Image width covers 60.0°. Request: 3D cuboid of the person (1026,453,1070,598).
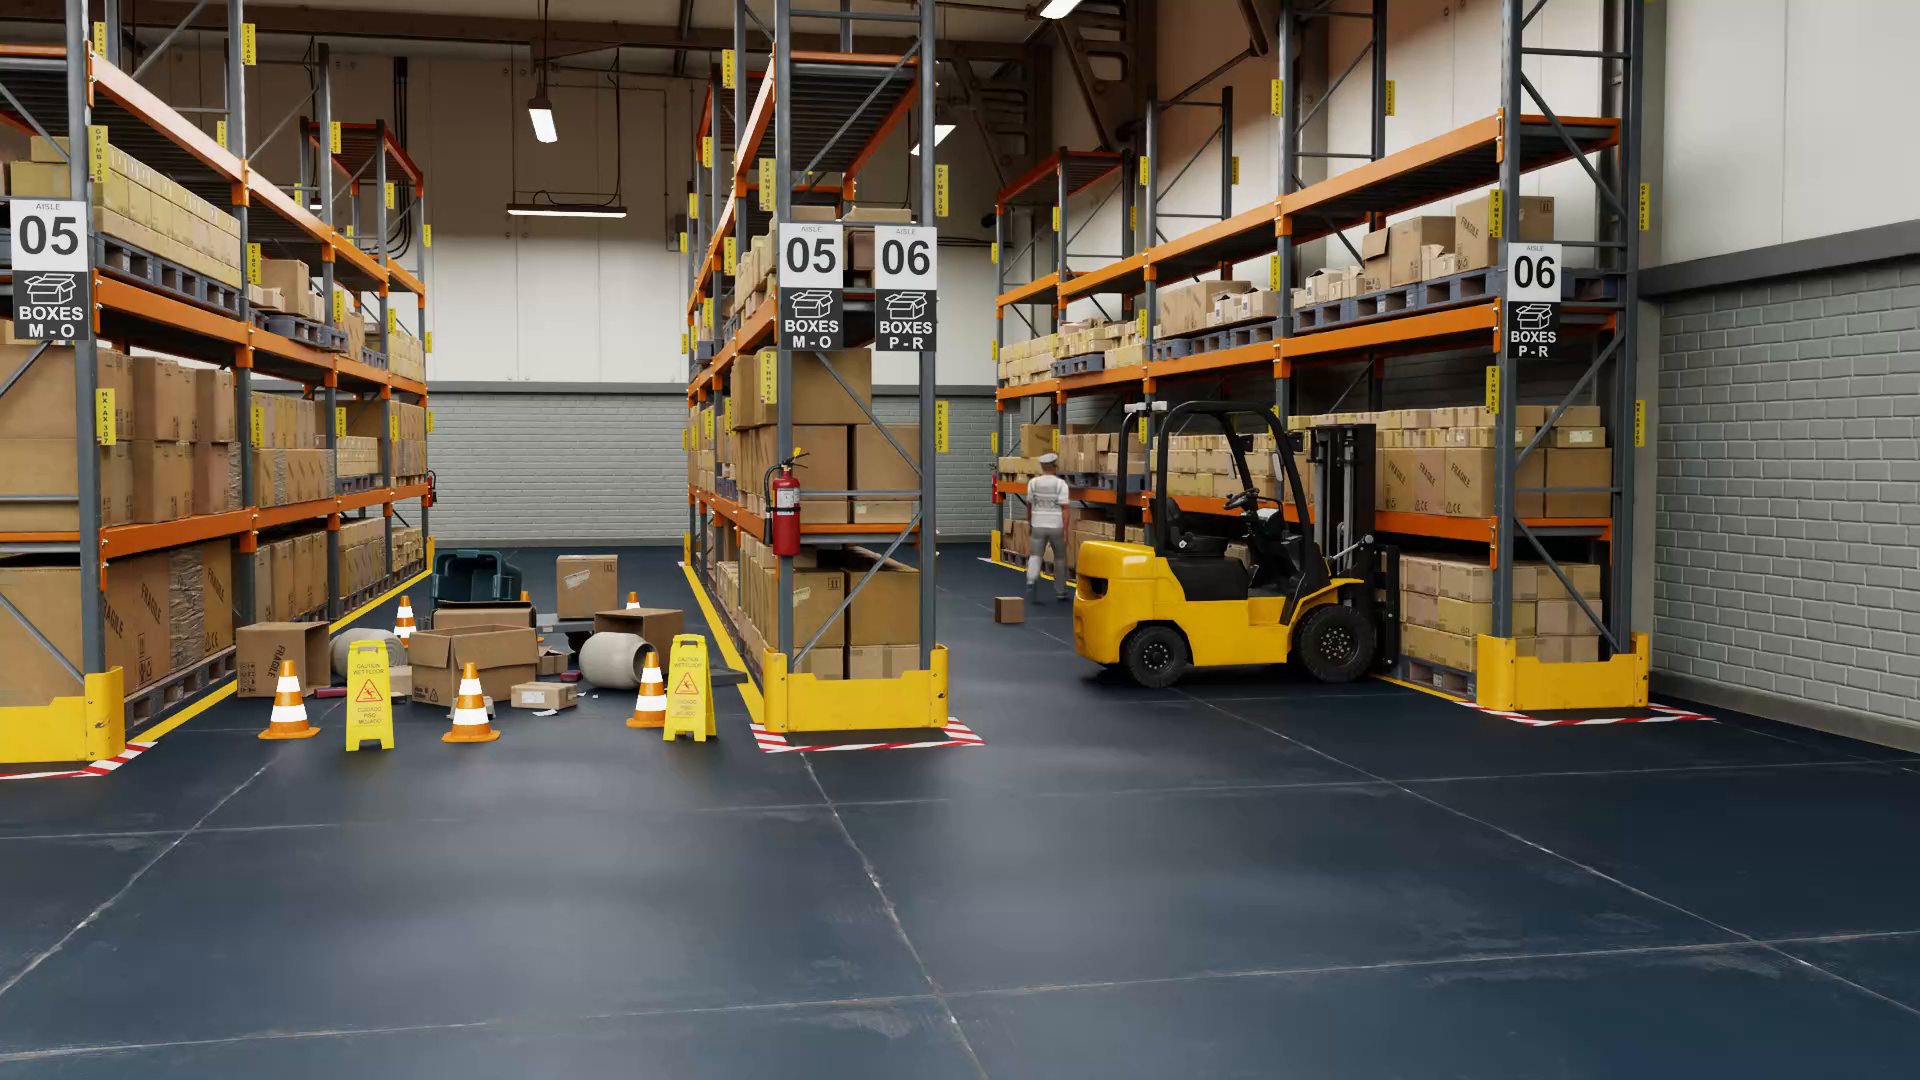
[{"bbox_3d":[1.065,-0.164,19.852,0.536,1.736,0.853,1,3,12],"label":"person"}]
